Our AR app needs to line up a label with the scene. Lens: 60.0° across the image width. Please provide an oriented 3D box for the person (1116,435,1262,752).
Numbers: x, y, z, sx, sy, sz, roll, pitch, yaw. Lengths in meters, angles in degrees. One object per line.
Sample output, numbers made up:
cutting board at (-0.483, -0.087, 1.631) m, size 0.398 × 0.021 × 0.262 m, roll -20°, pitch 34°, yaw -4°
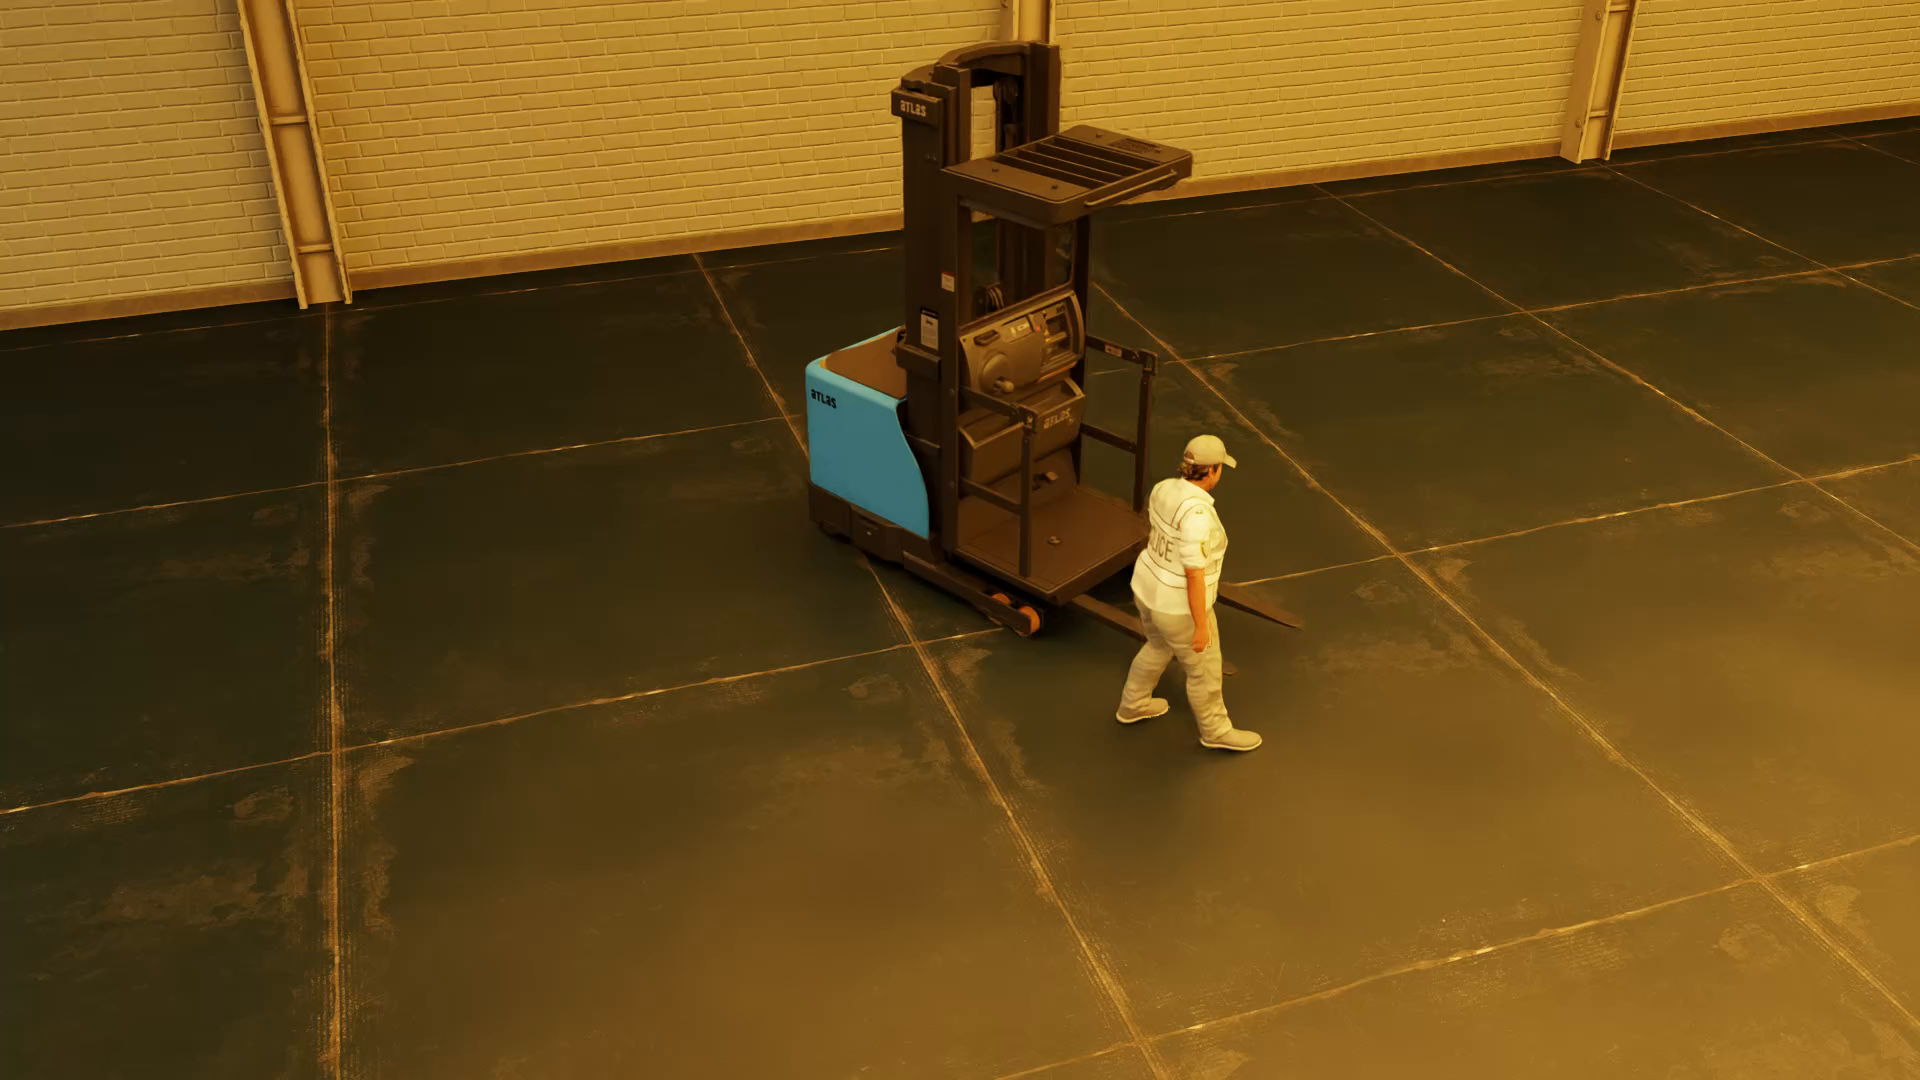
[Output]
person at (1.129, 0.259, 7.943) m, size 0.613 × 1.643 × 0.635 m, roll -10°, pitch 31°, yaw -17°

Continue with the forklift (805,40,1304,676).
forklift at (0.497, -1.035, 8.886) m, size 3.031 × 2.935 × 1.130 m, roll 25°, pitch 38°, yaw 37°
